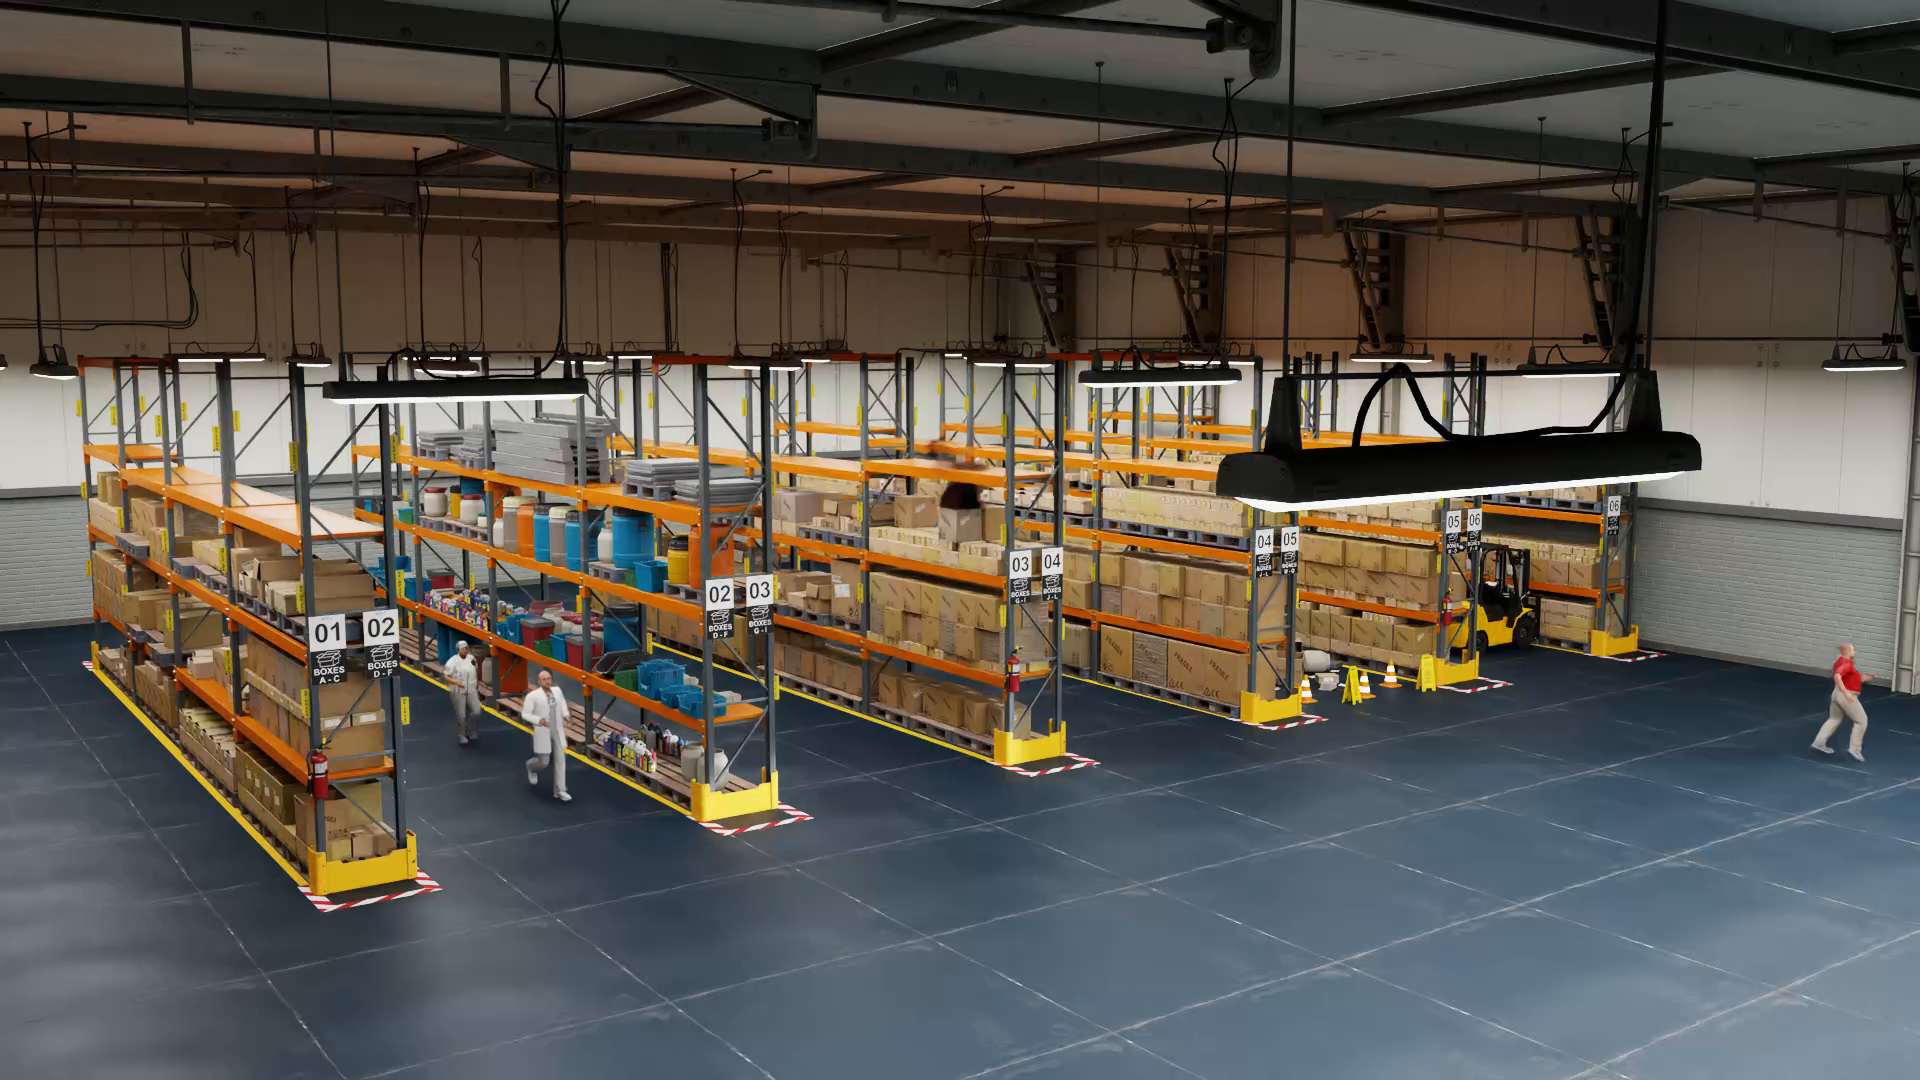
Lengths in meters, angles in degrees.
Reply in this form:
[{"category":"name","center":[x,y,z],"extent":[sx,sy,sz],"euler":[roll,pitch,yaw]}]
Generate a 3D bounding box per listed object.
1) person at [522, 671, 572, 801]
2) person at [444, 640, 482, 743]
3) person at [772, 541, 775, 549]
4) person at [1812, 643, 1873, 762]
[{"category":"person","center":[-5.658,2.675,22.951],"extent":[0.724,1.742,1.014],"euler":[-6,9,-39]},{"category":"person","center":[-7.739,2.374,25.980],"extent":[0.603,1.628,0.573],"euler":[-5,9,-36]},{"category":"person","center":[-4.710,0.466,41.741],"extent":[0.719,1.632,0.599],"euler":[-7,10,-44]},{"category":"person","center":[13.343,2.452,25.073],"extent":[0.778,1.805,0.638],"euler":[0,7,4]}]
